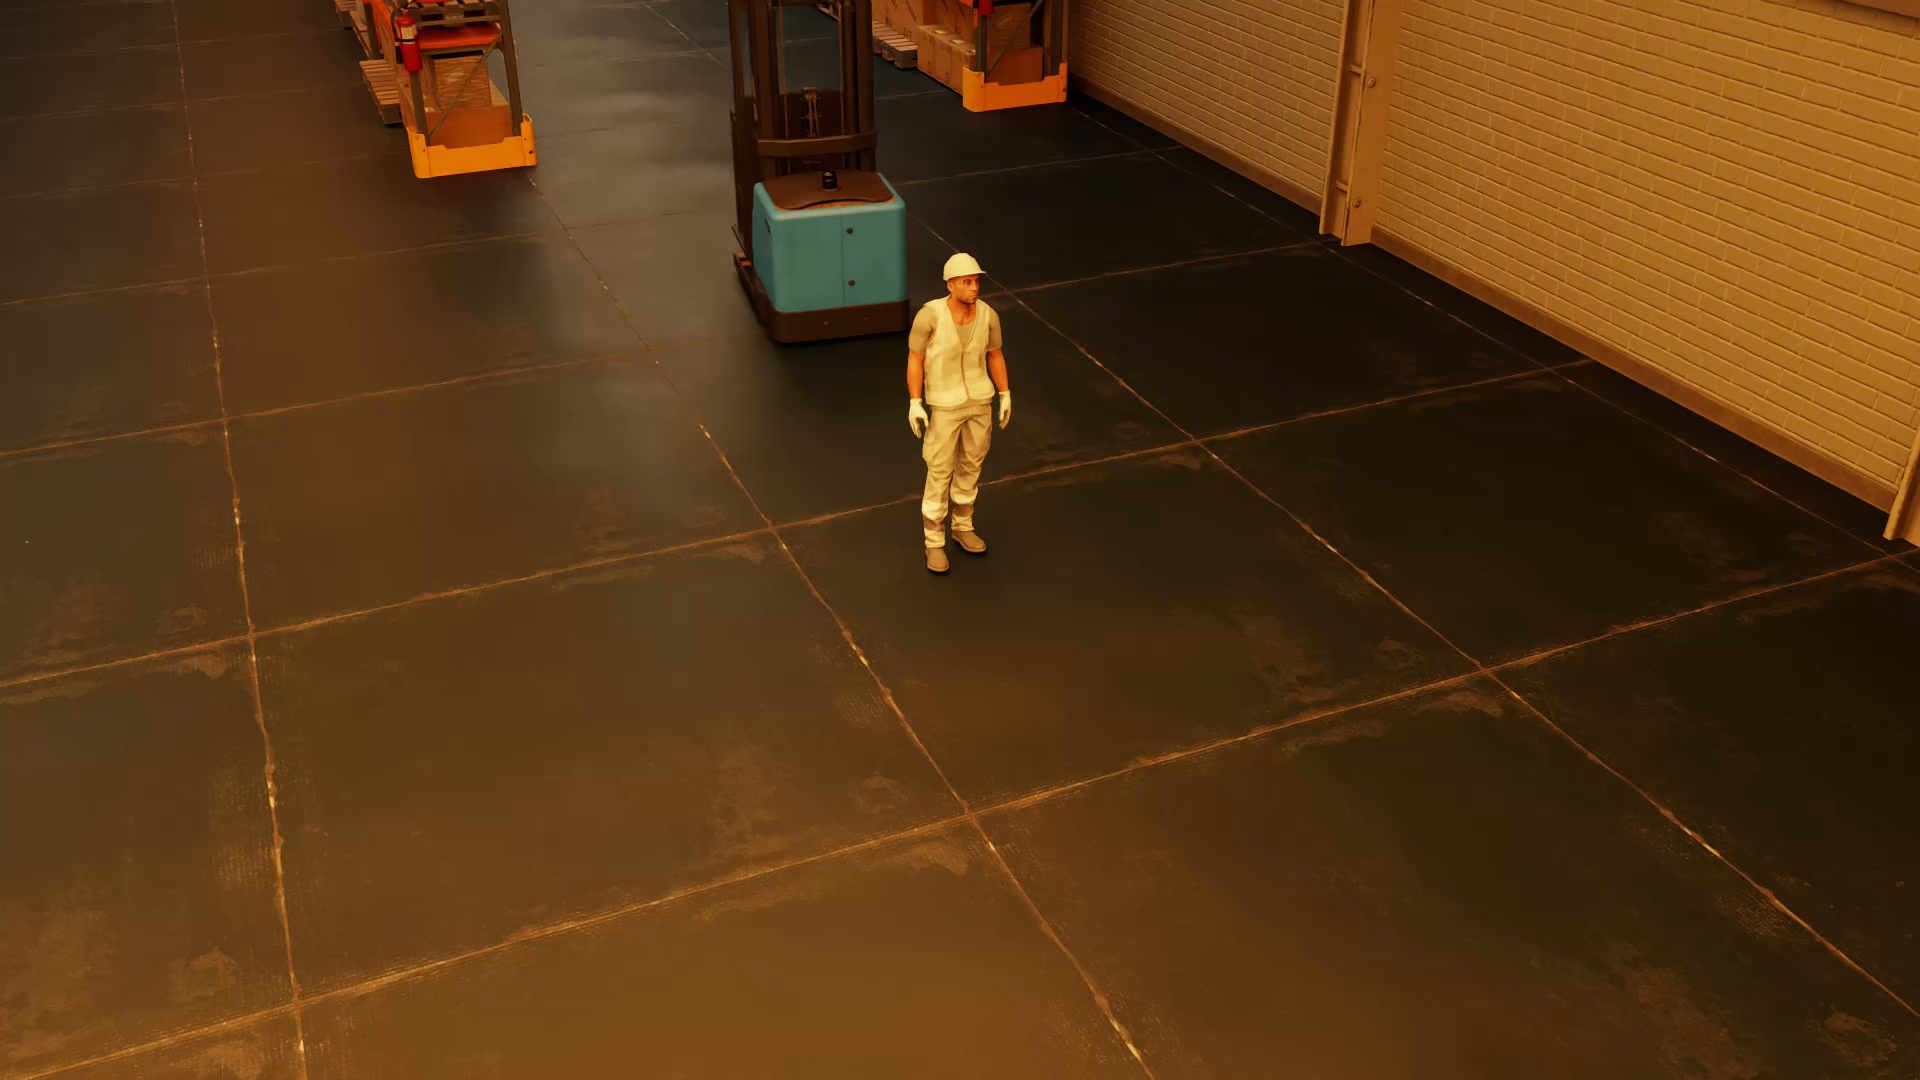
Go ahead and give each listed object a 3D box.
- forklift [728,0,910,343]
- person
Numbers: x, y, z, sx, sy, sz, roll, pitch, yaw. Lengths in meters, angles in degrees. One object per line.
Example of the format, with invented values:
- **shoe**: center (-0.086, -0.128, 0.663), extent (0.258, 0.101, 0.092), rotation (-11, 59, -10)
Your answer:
- **forklift**: center (-1.277, -3.474, 13.196), extent (1.130, 2.935, 3.031), rotation (-8, 31, -14)
- **person**: center (0.021, -0.744, 9.557), extent (0.637, 1.787, 0.564), rotation (-12, 32, -20)
